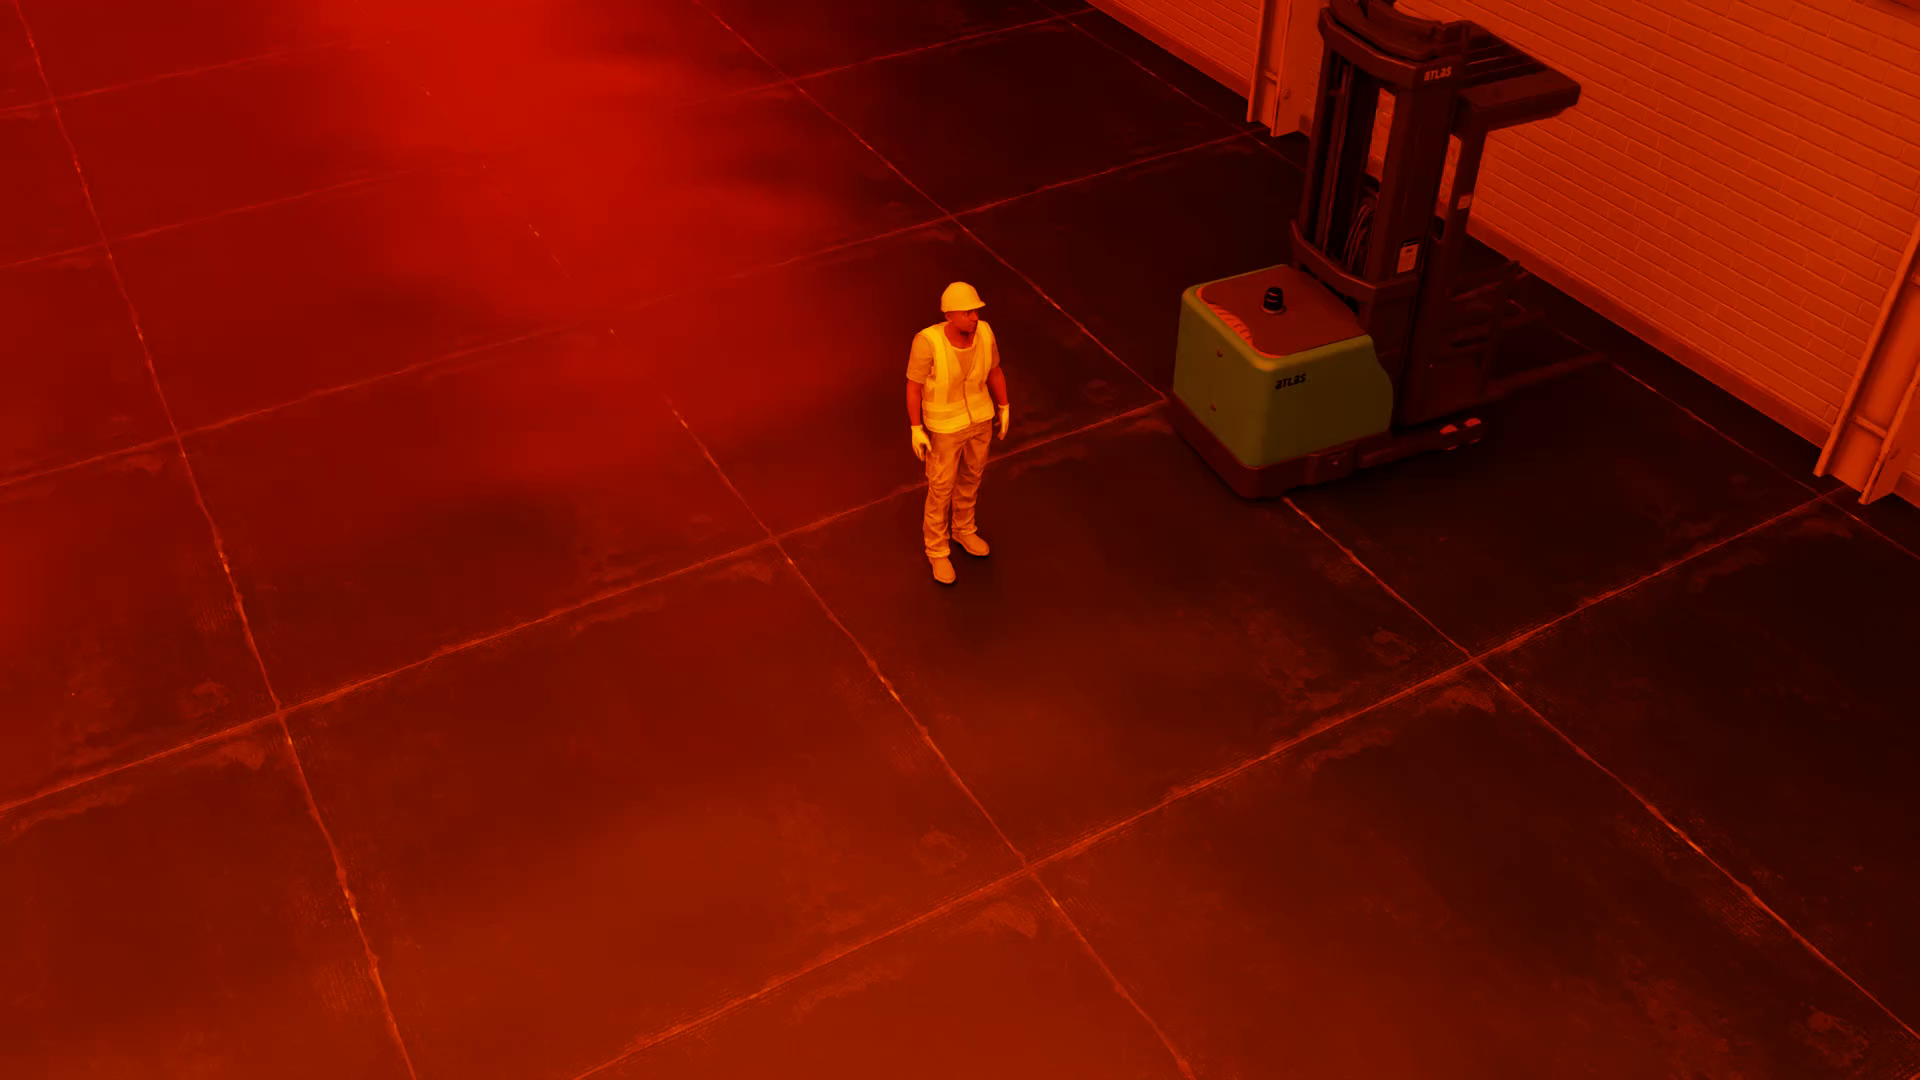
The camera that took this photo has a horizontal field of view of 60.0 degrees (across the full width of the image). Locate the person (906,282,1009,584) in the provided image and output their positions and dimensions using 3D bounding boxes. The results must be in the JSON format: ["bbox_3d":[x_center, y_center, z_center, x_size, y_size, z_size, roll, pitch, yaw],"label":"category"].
[{"bbox_3d":[0.029,-0.649,9.707,0.656,1.781,0.577,-20,44,-23],"label":"person"}]

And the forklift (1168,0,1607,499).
[{"bbox_3d":[2.960,-2.015,10.466,3.031,2.935,1.130,-16,42,-18],"label":"forklift"}]
